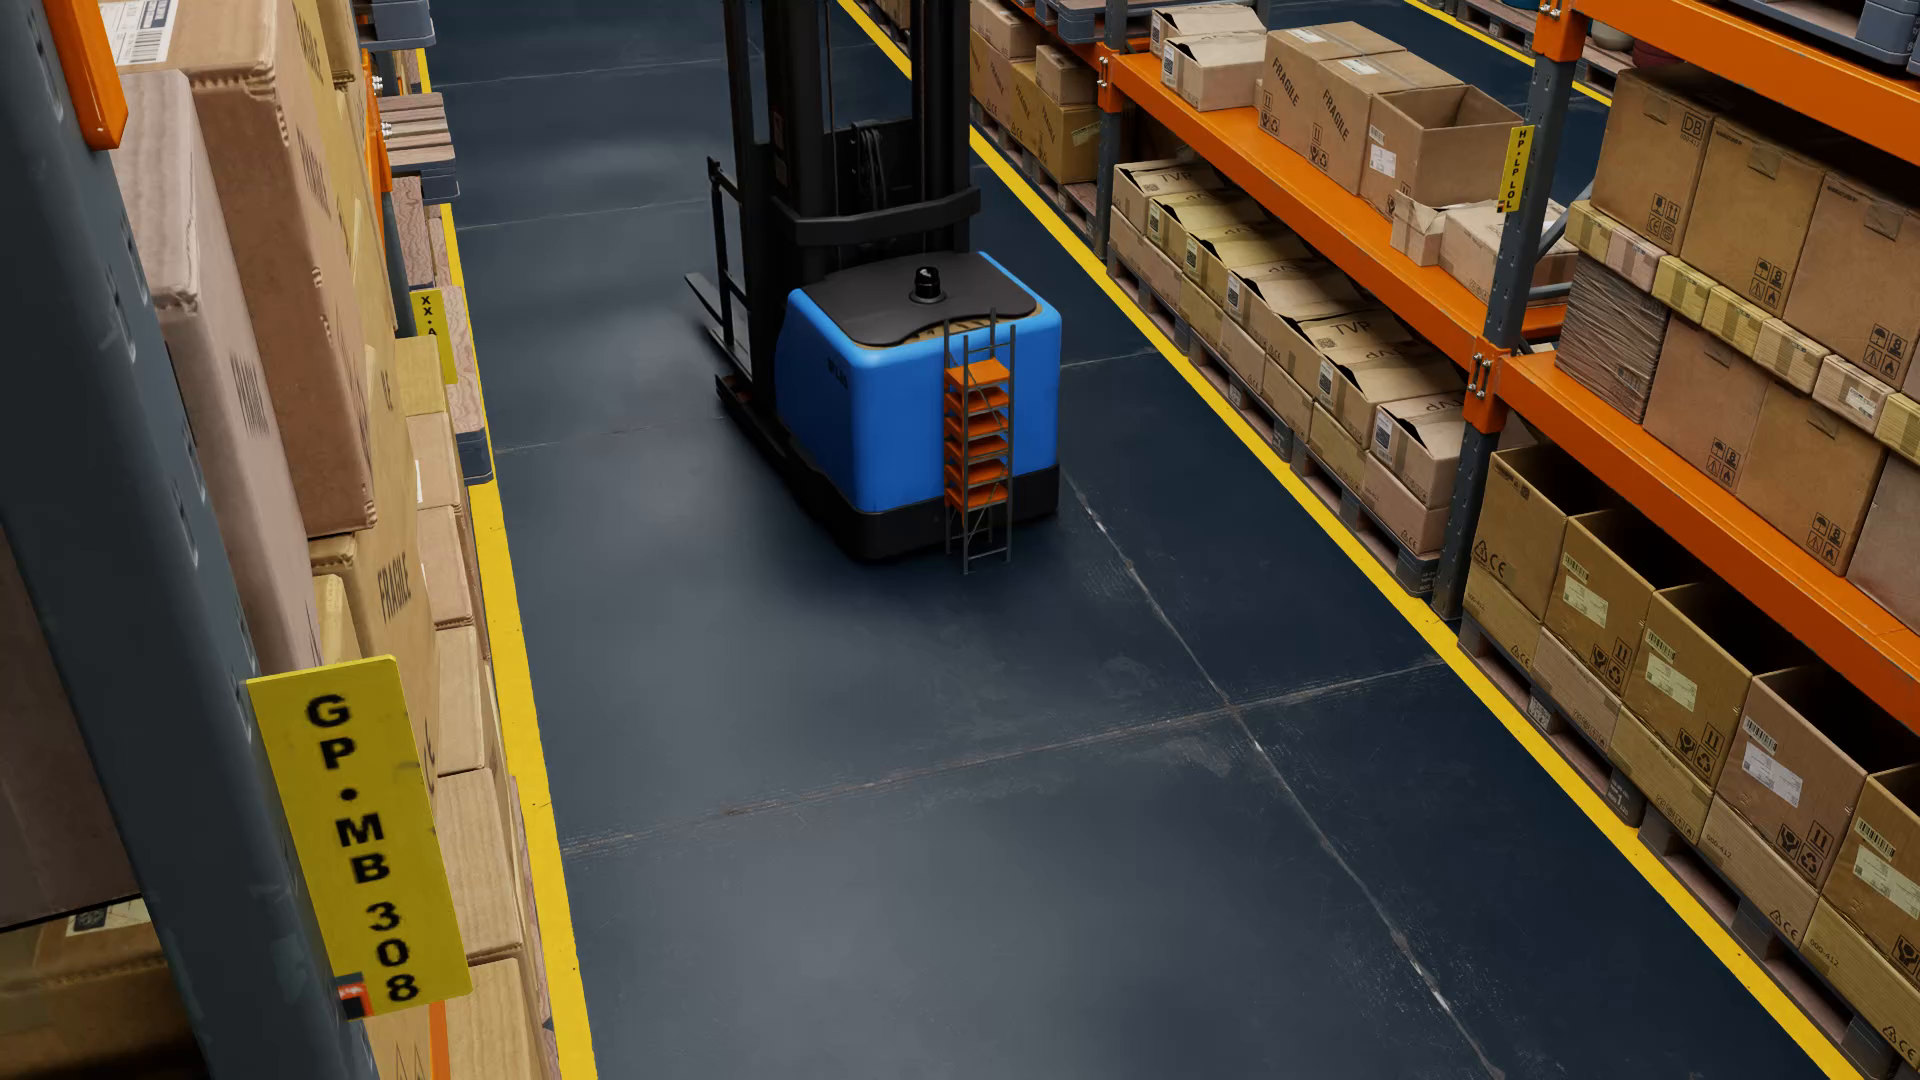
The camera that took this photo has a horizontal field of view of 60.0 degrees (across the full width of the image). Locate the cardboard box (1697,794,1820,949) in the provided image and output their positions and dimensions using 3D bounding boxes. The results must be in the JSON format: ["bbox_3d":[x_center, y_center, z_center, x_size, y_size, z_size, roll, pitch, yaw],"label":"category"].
[{"bbox_3d":[2.863,1.048,5.557,0.500,0.250,0.500,-10,35,-15],"label":"cardboard box"}]

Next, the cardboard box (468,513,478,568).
[{"bbox_3d":[-1.727,0.080,5.026,0.500,0.250,0.500,-10,35,-15],"label":"cardboard box"}]

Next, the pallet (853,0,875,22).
[{"bbox_3d":[-0.468,-5.046,15.195,1.003,0.211,1.213,-10,35,-15],"label":"pallet"}]

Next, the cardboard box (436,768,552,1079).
[{"bbox_3d":[-1.092,0.835,3.203,0.500,0.500,0.500,-11,35,-16],"label":"cardboard box"}]

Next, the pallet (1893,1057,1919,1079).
[{"bbox_3d":[3.503,1.862,4.740,1.003,0.211,1.213,-10,35,-15],"label":"pallet"}]

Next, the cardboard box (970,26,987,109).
[{"bbox_3d":[0.350,-3.511,12.211,0.500,0.500,0.500,-10,35,-14],"label":"cardboard box"}]

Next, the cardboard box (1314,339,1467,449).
[{"bbox_3d":[1.995,-0.705,7.701,0.500,0.311,0.500,-9,35,-13],"label":"cardboard box"}]

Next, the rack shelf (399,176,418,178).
[{"bbox_3d":[-2.770,-0.922,7.077,1.077,0.370,4.000,-10,35,-15],"label":"rack shelf"}]

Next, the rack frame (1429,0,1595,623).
[{"bbox_3d":[2.556,-1.007,6.553,1.000,3.000,0.127,-10,35,-15],"label":"rack frame"}]

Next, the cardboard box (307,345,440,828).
[{"bbox_3d":[-0.934,0.121,2.016,0.500,0.500,0.500,-8,34,-12],"label":"cardboard box"}]

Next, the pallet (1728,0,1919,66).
[{"bbox_3d":[2.841,-1.778,5.079,1.003,0.211,1.213,-10,35,-15],"label":"pallet"}]

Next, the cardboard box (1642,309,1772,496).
[{"bbox_3d":[2.865,-0.541,5.757,0.700,0.500,0.500,-10,35,-15],"label":"cardboard box"}]

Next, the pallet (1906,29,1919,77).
[{"bbox_3d":[3.210,-1.139,4.112,1.003,0.211,1.213,-10,35,-15],"label":"pallet"}]

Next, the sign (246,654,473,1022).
[{"bbox_3d":[-0.423,0.221,1.181,0.100,0.325,0.005,-10,35,-15],"label":"sign"}]

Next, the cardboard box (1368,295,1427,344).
[{"bbox_3d":[2.361,-1.063,8.242,0.500,0.311,0.500,-11,35,-16],"label":"cardboard box"}]

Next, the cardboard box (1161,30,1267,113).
[{"bbox_3d":[1.425,-2.568,8.996,0.500,0.311,0.500,-10,35,-15],"label":"cardboard box"}]

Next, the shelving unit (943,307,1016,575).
[{"bbox_3d":[0.082,-0.416,7.291,0.258,1.200,0.189,-15,36,-22],"label":"shelving unit"}]

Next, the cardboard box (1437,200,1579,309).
[{"bbox_3d":[2.365,-1.195,6.974,0.500,0.250,0.500,-8,34,-12],"label":"cardboard box"}]

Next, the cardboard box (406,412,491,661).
[{"bbox_3d":[-1.564,0.027,4.426,0.500,0.500,0.500,-10,35,-15],"label":"cardboard box"}]

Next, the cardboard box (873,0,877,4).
[{"bbox_3d":[-0.557,-4.914,14.506,0.500,0.311,0.500,-10,35,-15],"label":"cardboard box"}]

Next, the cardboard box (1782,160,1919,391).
[{"bbox_3d":[3.005,-0.830,5.018,0.700,0.500,0.500,-10,35,-15],"label":"cardboard box"}]

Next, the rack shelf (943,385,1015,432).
[{"bbox_3d":[0.082,-0.579,7.183,0.258,0.103,0.180,-15,36,-22],"label":"rack shelf"}]

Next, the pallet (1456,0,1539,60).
[{"bbox_3d":[5.030,-4.463,14.312,1.003,0.211,1.213,-10,35,-15],"label":"pallet"}]

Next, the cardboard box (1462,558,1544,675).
[{"bbox_3d":[2.409,0.260,6.750,0.500,0.250,0.500,-10,35,-15],"label":"cardboard box"}]

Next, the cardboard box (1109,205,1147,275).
[{"bbox_3d":[1.216,-1.811,9.883,0.500,0.250,0.500,-10,35,-15],"label":"cardboard box"}]

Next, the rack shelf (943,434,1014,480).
[{"bbox_3d":[0.082,-0.379,7.316,0.258,0.103,0.180,-15,36,-22],"label":"rack shelf"}]

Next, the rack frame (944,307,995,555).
[{"bbox_3d":[0.042,-0.461,7.360,0.240,1.200,0.006,-15,36,-22],"label":"rack frame"}]

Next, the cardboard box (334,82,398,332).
[{"bbox_3d":[-1.423,-0.698,3.255,0.500,0.500,0.500,-11,35,-17],"label":"cardboard box"}]

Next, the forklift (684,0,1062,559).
[{"bbox_3d":[-0.639,-1.935,8.019,1.130,2.935,3.031,-15,36,-22],"label":"forklift"}]

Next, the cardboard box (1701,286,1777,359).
[{"bbox_3d":[2.692,-0.741,5.472,0.380,0.149,0.250,-10,35,-15],"label":"cardboard box"}]

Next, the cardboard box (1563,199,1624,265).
[{"bbox_3d":[2.454,-1.146,6.084,0.380,0.149,0.250,-10,35,-15],"label":"cardboard box"}]

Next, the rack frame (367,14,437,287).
[{"bbox_3d":[-3.380,-2.272,8.467,1.000,3.000,0.127,-10,35,-15],"label":"rack frame"}]

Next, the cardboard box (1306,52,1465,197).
[{"bbox_3d":[2.024,-1.994,7.956,0.500,0.500,0.500,-10,35,-15],"label":"cardboard box"}]

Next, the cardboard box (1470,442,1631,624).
[{"bbox_3d":[2.400,-0.052,6.540,0.500,0.500,0.500,-10,35,-15],"label":"cardboard box"}]

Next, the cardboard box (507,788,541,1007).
[{"bbox_3d":[-1.260,0.868,3.833,0.500,0.250,0.500,-10,35,-14],"label":"cardboard box"}]

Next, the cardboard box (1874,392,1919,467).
[{"bbox_3d":[2.930,-0.333,4.854,0.380,0.149,0.250,-10,35,-15],"label":"cardboard box"}]

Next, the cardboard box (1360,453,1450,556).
[{"bbox_3d":[2.154,-0.204,7.451,0.500,0.250,0.500,-10,35,-15],"label":"cardboard box"}]

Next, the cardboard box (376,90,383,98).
[{"bbox_3d":[-3.260,-2.387,8.852,0.380,0.149,0.250,-11,35,-15],"label":"cardboard box"}]

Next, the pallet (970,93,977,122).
[{"bbox_3d":[0.400,-3.623,13.041,1.003,0.211,1.213,-10,35,-15],"label":"pallet"}]

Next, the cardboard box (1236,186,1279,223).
[{"bbox_3d":[1.895,-1.864,9.454,0.500,0.311,0.500,-11,35,-15],"label":"cardboard box"}]

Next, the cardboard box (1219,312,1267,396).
[{"bbox_3d":[1.691,-1.006,8.664,0.500,0.250,0.500,-9,35,-14],"label":"cardboard box"}]

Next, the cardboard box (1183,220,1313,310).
[{"bbox_3d":[1.538,-1.502,8.907,0.500,0.311,0.500,-11,35,-16],"label":"cardboard box"}]

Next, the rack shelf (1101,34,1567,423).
[{"bbox_3d":[1.946,-1.757,8.340,1.077,0.370,4.000,-10,35,-15],"label":"rack shelf"}]

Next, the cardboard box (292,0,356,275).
[{"bbox_3d":[-1.098,-0.573,2.159,0.500,0.500,0.500,-9,35,-13],"label":"cardboard box"}]

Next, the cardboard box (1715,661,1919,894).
[{"bbox_3d":[2.859,0.736,5.349,0.500,0.500,0.500,-10,35,-15],"label":"cardboard box"}]

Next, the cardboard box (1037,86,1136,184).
[{"bbox_3d":[0.827,-2.699,10.982,0.500,0.500,0.500,-9,34,-13],"label":"cardboard box"}]

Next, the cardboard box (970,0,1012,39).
[{"bbox_3d":[0.337,-3.841,12.029,0.500,0.250,0.500,-10,35,-15],"label":"cardboard box"}]

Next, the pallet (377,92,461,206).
[{"bbox_3d":[-3.061,-1.836,7.981,1.213,0.211,1.003,-10,35,-15],"label":"pallet"}]

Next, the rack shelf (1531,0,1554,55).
[{"bbox_3d":[1.946,-3.008,7.513,1.077,0.370,4.000,-10,35,-15],"label":"rack shelf"}]

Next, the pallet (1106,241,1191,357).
[{"bbox_3d":[1.550,-1.505,9.836,1.003,0.211,1.213,-10,35,-15],"label":"pallet"}]

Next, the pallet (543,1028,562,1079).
[{"bbox_3d":[-1.546,1.980,4.562,1.003,0.211,1.213,-10,35,-15],"label":"pallet"}]

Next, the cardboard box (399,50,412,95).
[{"bbox_3d":[-4.004,-2.865,10.934,0.750,0.750,0.750,-9,35,-13],"label":"cardboard box"}]

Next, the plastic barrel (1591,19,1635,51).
[{"bbox_3d":[5.287,-4.204,13.266,0.421,0.512,0.421,0,33,0],"label":"plastic barrel"}]
